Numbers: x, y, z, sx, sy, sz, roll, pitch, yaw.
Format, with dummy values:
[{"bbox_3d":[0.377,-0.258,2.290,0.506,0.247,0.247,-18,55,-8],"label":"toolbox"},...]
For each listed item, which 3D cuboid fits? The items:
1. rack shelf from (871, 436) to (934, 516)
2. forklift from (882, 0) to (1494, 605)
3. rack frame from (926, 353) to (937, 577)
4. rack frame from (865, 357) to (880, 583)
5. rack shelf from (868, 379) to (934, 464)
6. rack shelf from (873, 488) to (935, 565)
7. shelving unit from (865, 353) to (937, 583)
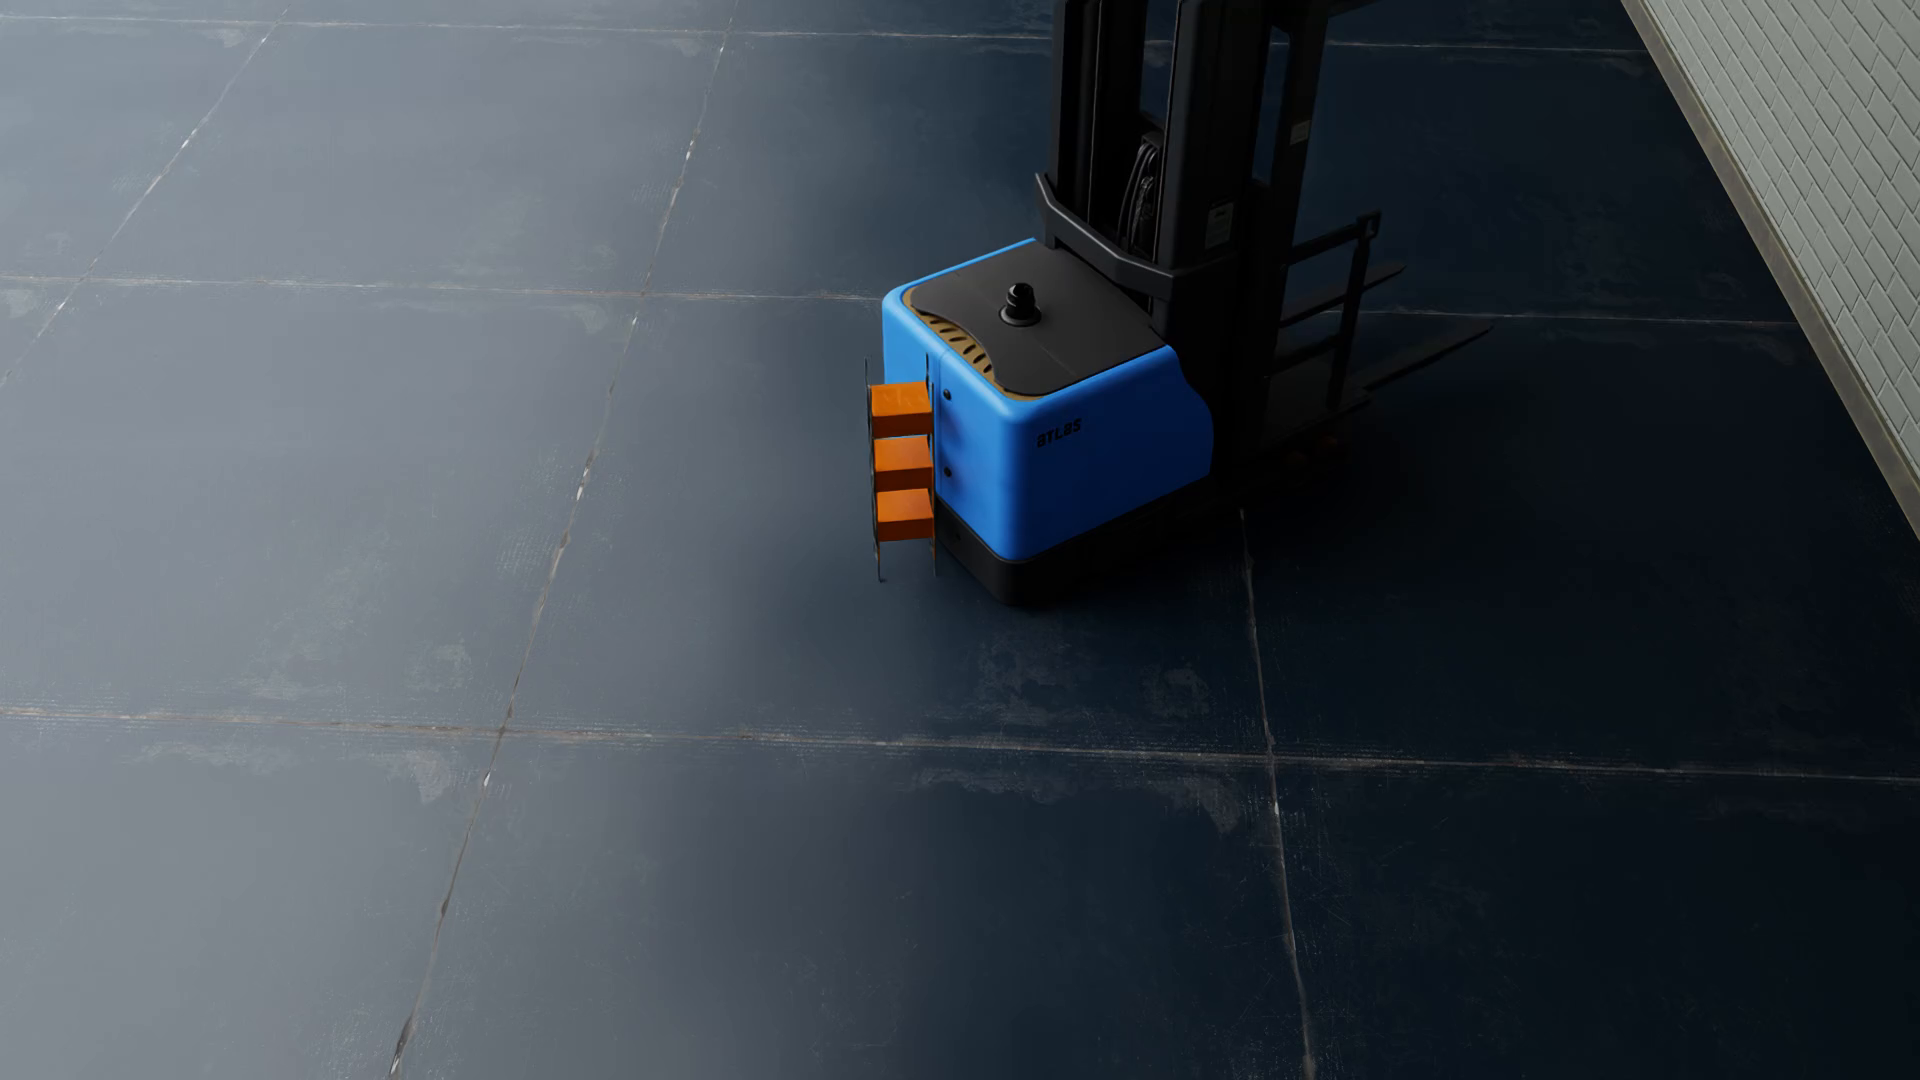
[{"bbox_3d":[-0.239,-0.273,6.873,0.240,0.259,0.215,-5,43,-6],"label":"rack shelf"},{"bbox_3d":[1.174,-1.589,6.891,3.031,2.935,1.130,-24,48,-24],"label":"forklift"},{"bbox_3d":[-0.118,-0.291,6.878,0.008,1.050,0.200,-5,43,-6],"label":"rack frame"},{"bbox_3d":[-0.360,-0.269,6.854,0.008,1.050,0.200,-5,43,-6],"label":"rack frame"},{"bbox_3d":[-0.239,-0.480,6.680,0.240,0.259,0.215,-5,43,-6],"label":"rack shelf"},{"bbox_3d":[-0.239,-0.069,7.063,0.240,0.259,0.215,-5,43,-6],"label":"rack shelf"},{"bbox_3d":[-0.239,-0.280,6.866,0.252,1.050,0.215,-5,43,-6],"label":"shelving unit"}]
